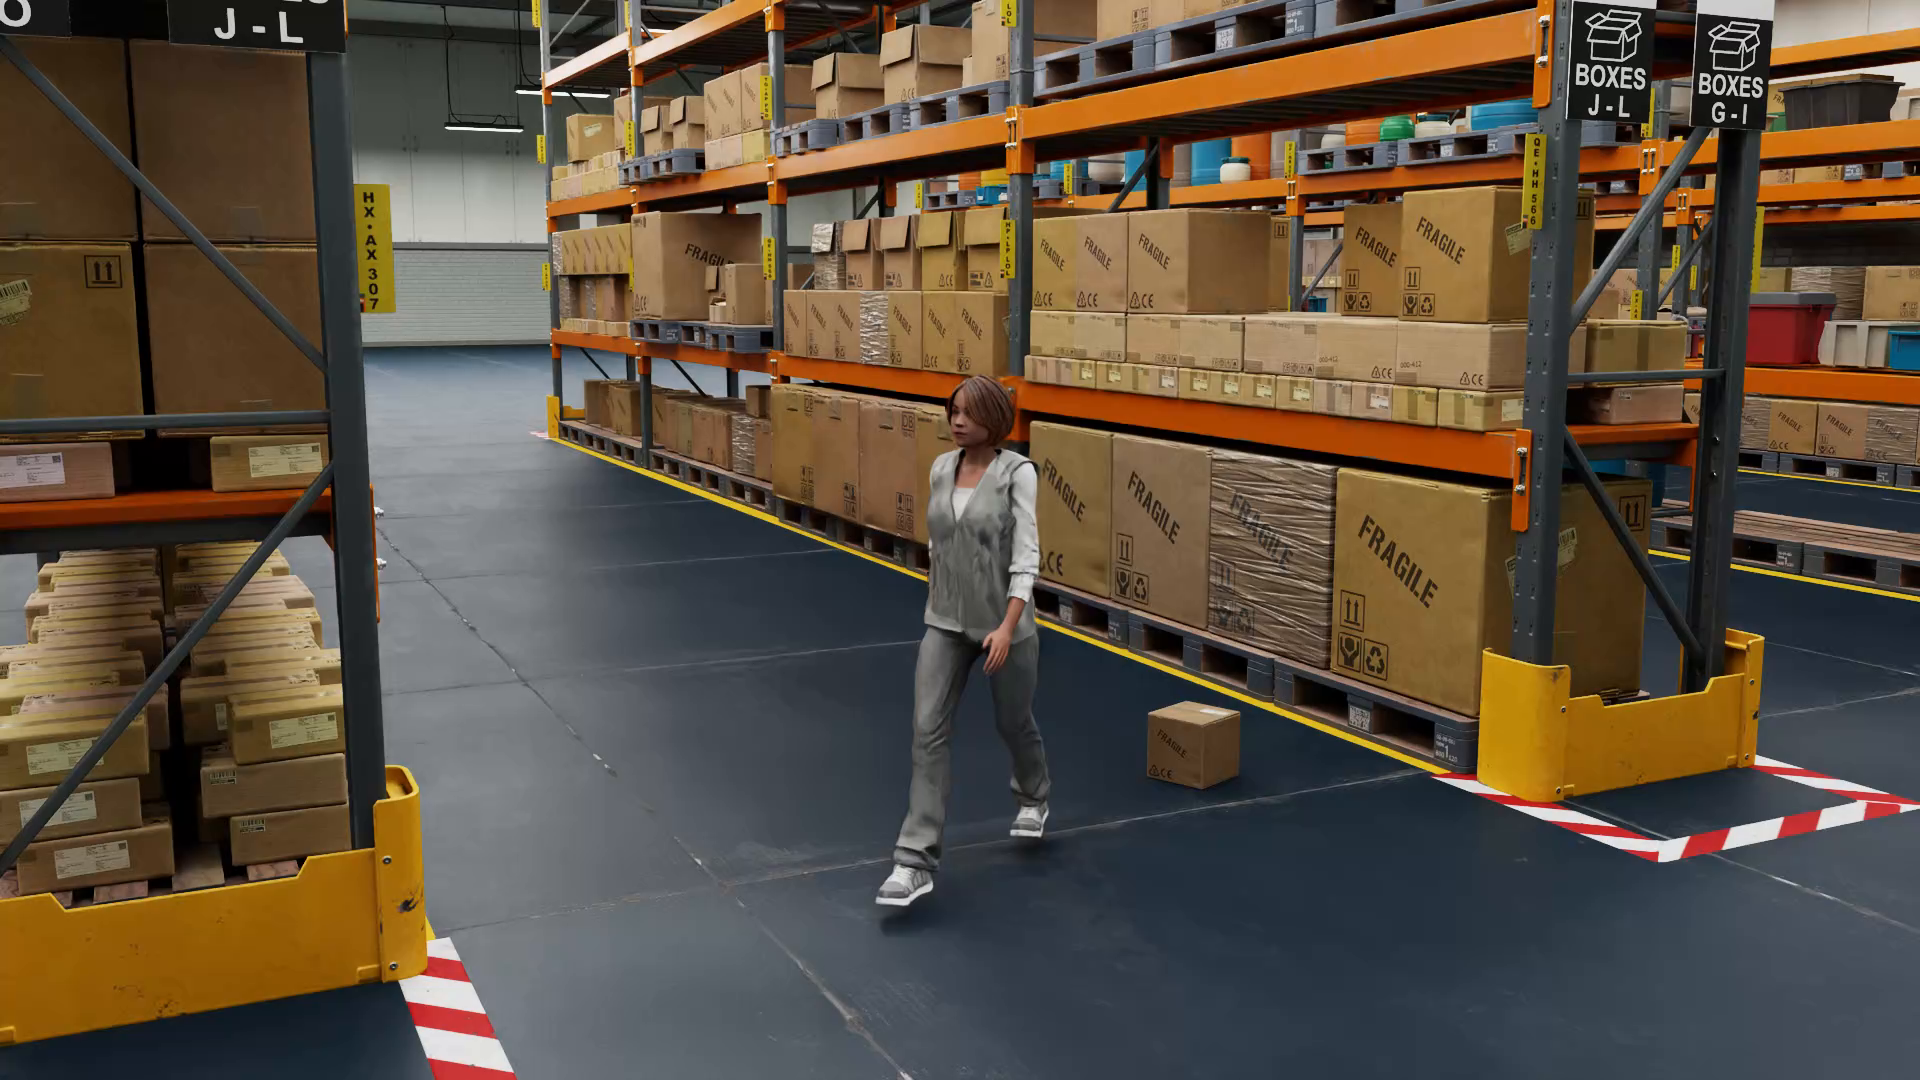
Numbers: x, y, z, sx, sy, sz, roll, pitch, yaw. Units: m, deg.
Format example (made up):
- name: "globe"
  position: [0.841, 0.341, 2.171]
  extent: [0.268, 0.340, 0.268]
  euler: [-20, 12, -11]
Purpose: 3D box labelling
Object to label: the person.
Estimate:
- name: "person"
  position: [0.049, 0.264, 5.081]
  extent: [0.423, 1.531, 0.976]
  euler: [4, 10, 23]
